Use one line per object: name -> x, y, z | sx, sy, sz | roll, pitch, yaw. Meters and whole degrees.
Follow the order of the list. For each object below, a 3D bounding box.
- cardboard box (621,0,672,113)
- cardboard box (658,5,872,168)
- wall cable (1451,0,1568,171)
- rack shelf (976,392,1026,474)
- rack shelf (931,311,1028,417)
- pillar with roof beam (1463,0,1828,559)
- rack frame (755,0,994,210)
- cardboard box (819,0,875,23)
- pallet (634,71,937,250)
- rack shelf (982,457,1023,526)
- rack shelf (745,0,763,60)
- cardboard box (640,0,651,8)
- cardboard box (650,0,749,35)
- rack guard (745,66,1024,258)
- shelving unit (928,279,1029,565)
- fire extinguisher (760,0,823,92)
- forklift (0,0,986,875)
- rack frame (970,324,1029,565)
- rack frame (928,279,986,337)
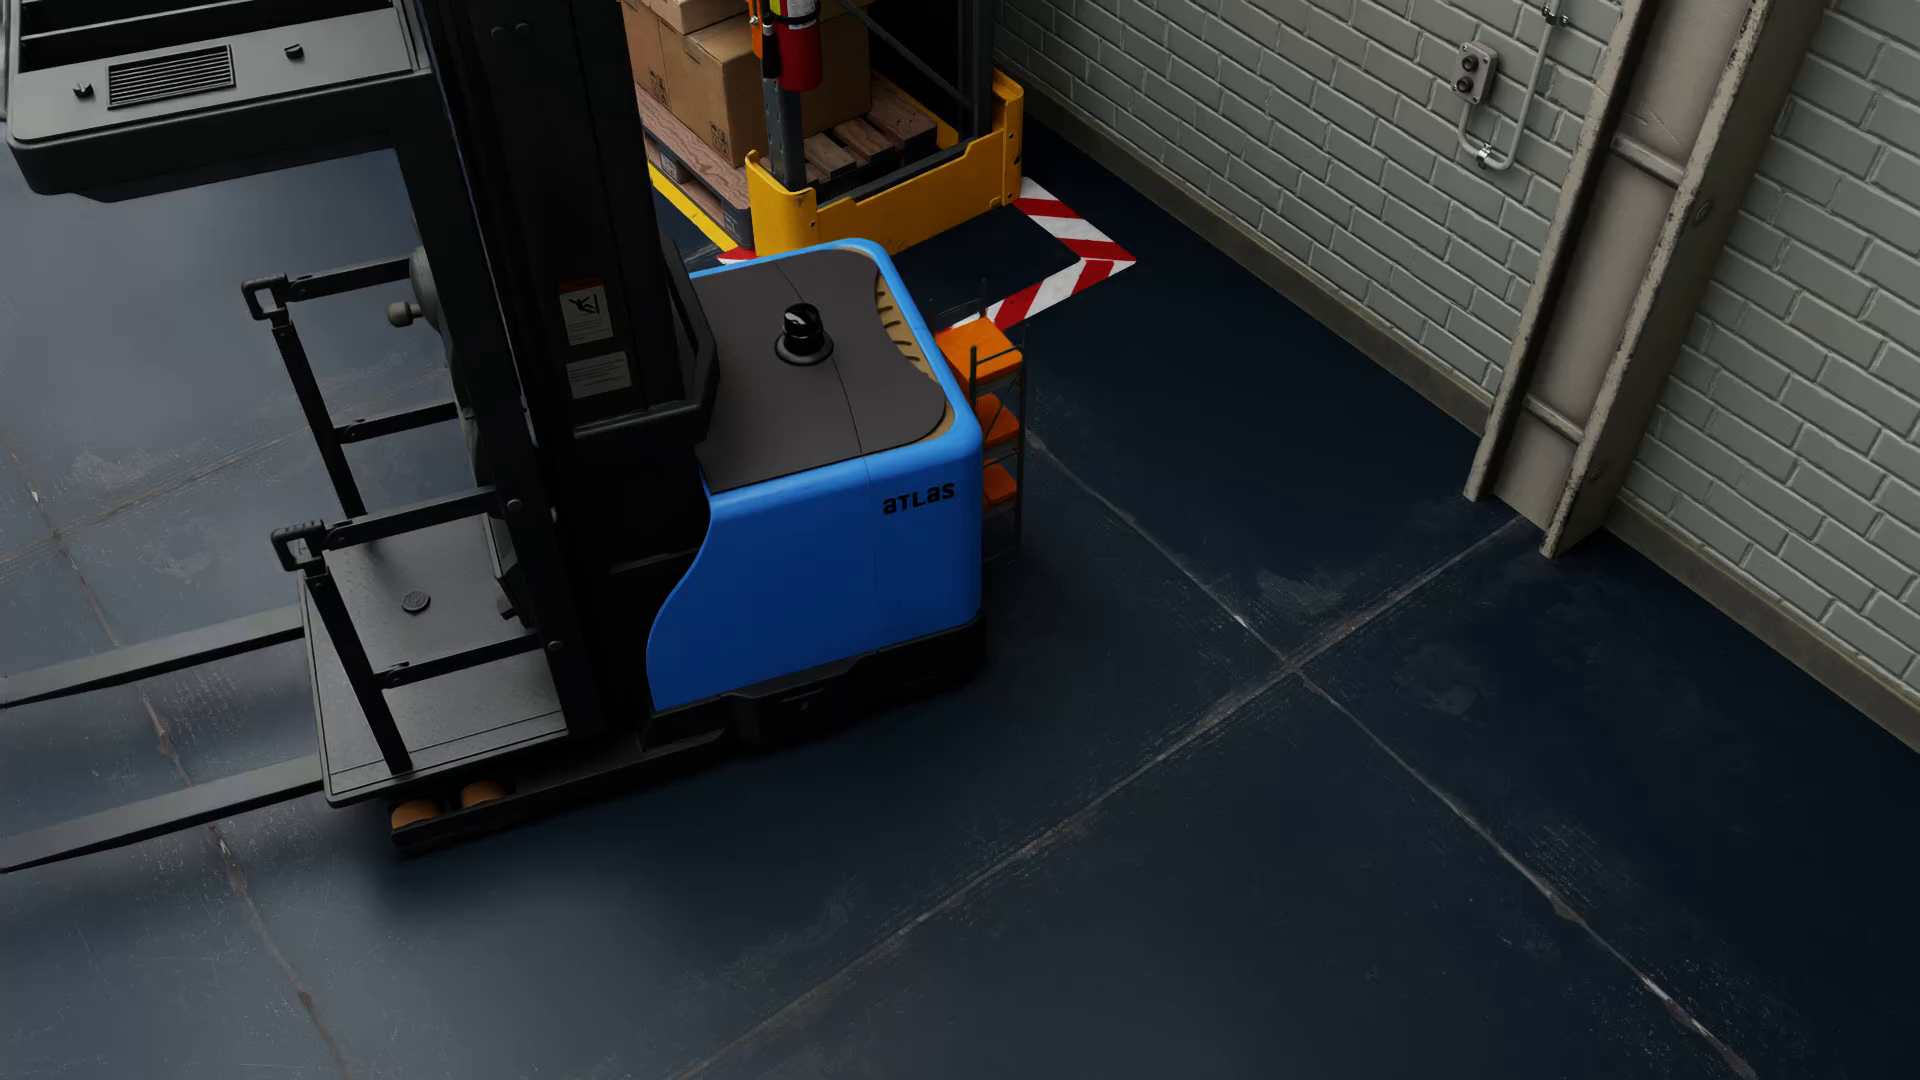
cardboard box -> -1.106, -2.293, 7.208 | 0.700, 0.500, 0.500 | -30, 54, -24
cardboard box -> -0.803, -1.998, 6.940 | 0.700, 0.500, 0.500 | -29, 54, -24
wall cable -> 1.228, -2.339, 5.160 | 0.084, 1.984, 1.851 | -29, 54, -24
rack shelf -> 0.054, -0.318, 5.343 | 0.215, 0.259, 0.240 | -24, 52, -20
rack shelf -> 0.054, -0.508, 5.133 | 0.215, 0.259, 0.240 | -24, 52, -20
pillar with roof beam -> -1.403, -1.208, 0.771 | 9.100, 9.000, 0.400 | -29, 54, -24
rack frame -> -0.300, -2.328, 5.836 | 1.000, 3.000, 0.127 | -29, 54, -24
cardboard box -> -0.568, -2.232, 6.714 | 0.380, 0.149, 0.250 | -29, 54, -24
pallet -> -0.846, -1.828, 7.265 | 1.003, 0.211, 1.213 | -29, 54, -24
rack shelf -> 0.054, -0.132, 5.550 | 0.215, 0.259, 0.240 | -24, 52, -20
rack shelf -> -1.511, -3.266, 7.172 | 1.077, 0.370, 4.000 | -29, 54, -24
cardboard box -> -1.181, -2.360, 6.831 | 0.380, 0.149, 0.250 | -28, 54, -23
cardboard box -> -1.026, -2.210, 6.694 | 0.380, 0.149, 0.250 | -30, 54, -24
rack guard -> -0.285, -1.475, 6.750 | 1.175, 0.500, 0.348 | -29, 54, -24
shelving unit -> 0.054, -0.325, 5.336 | 0.215, 1.050, 0.252 | -24, 52, -20
fire extinguisher -> -0.576, -1.881, 5.735 | 0.296, 0.674, 0.183 | -29, 54, -24
forklift -> -1.494, -0.512, 4.236 | 3.031, 2.935, 1.130 | -15, 50, -13
rack frame -> 0.117, -0.247, 5.265 | 0.200, 1.050, 0.008 | -24, 52, -20
rack frame -> -0.009, -0.403, 5.406 | 0.200, 1.050, 0.008 | -24, 52, -20
